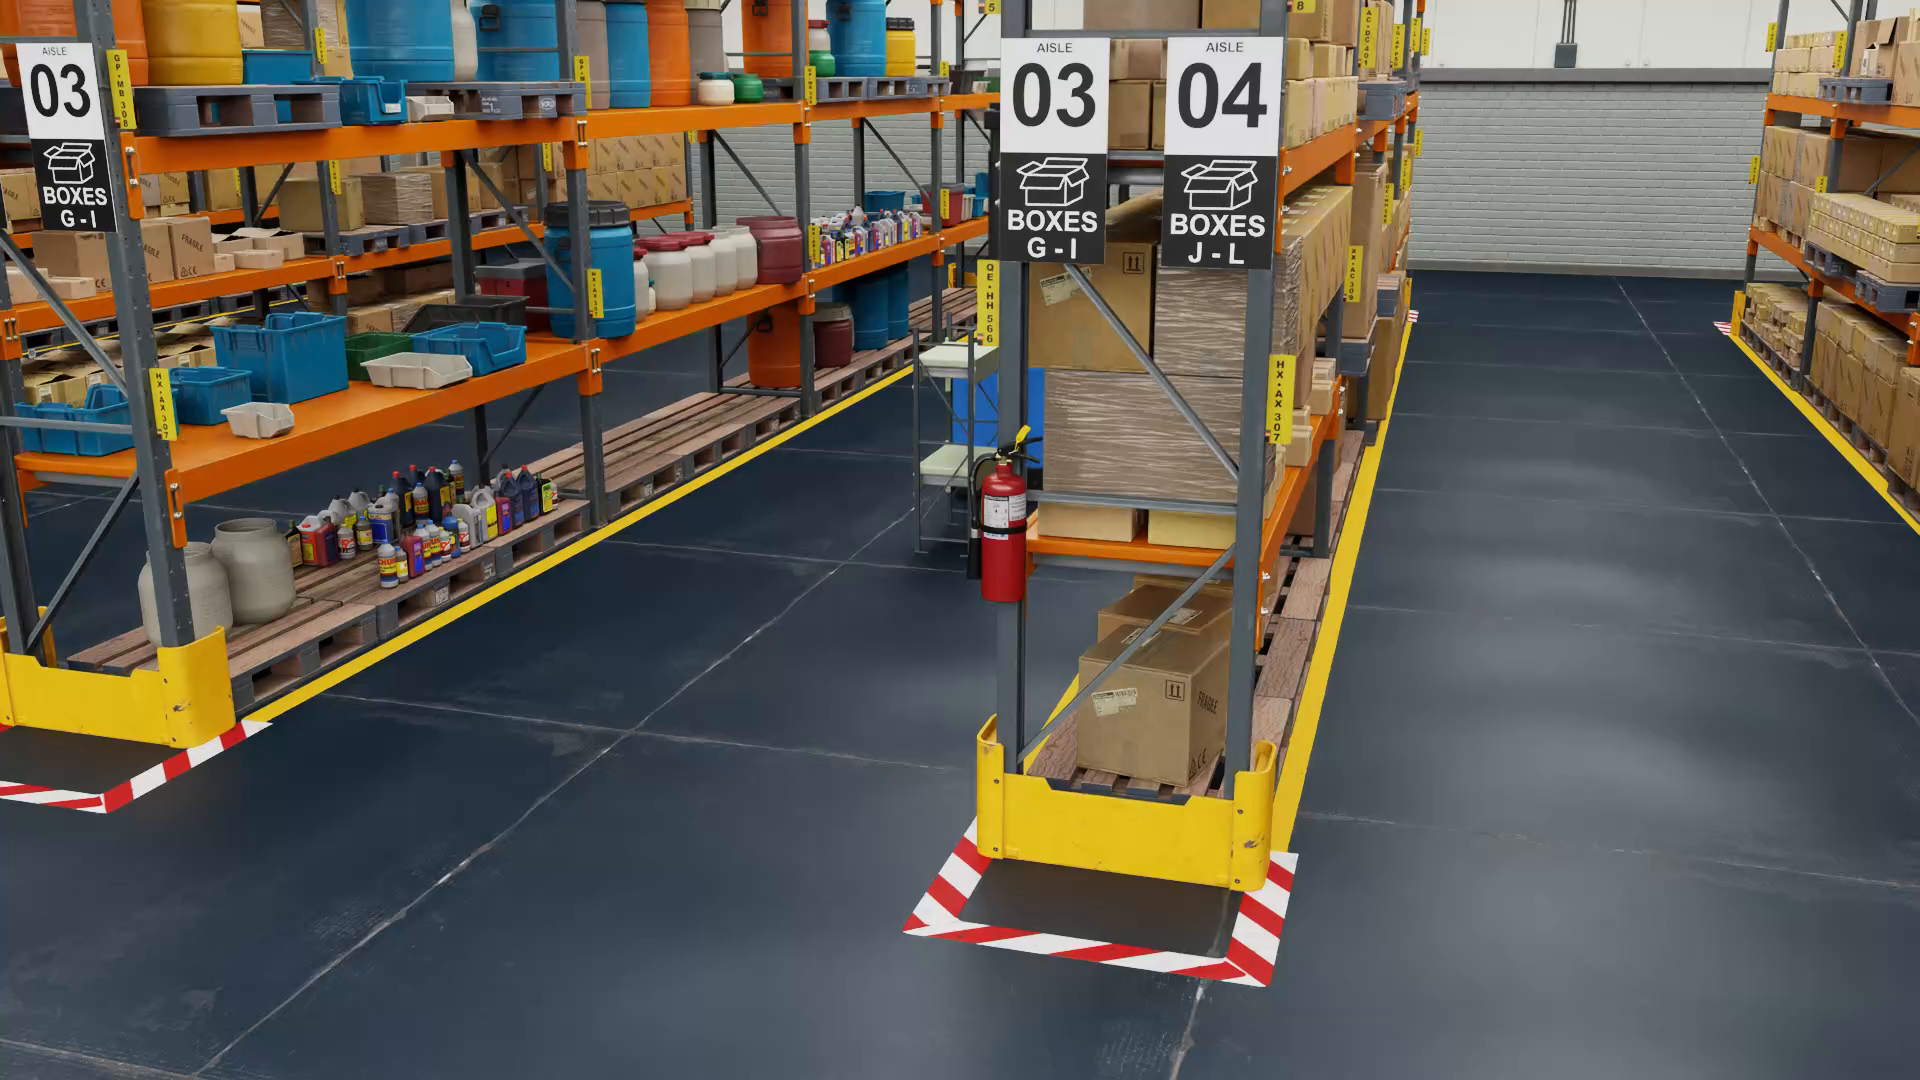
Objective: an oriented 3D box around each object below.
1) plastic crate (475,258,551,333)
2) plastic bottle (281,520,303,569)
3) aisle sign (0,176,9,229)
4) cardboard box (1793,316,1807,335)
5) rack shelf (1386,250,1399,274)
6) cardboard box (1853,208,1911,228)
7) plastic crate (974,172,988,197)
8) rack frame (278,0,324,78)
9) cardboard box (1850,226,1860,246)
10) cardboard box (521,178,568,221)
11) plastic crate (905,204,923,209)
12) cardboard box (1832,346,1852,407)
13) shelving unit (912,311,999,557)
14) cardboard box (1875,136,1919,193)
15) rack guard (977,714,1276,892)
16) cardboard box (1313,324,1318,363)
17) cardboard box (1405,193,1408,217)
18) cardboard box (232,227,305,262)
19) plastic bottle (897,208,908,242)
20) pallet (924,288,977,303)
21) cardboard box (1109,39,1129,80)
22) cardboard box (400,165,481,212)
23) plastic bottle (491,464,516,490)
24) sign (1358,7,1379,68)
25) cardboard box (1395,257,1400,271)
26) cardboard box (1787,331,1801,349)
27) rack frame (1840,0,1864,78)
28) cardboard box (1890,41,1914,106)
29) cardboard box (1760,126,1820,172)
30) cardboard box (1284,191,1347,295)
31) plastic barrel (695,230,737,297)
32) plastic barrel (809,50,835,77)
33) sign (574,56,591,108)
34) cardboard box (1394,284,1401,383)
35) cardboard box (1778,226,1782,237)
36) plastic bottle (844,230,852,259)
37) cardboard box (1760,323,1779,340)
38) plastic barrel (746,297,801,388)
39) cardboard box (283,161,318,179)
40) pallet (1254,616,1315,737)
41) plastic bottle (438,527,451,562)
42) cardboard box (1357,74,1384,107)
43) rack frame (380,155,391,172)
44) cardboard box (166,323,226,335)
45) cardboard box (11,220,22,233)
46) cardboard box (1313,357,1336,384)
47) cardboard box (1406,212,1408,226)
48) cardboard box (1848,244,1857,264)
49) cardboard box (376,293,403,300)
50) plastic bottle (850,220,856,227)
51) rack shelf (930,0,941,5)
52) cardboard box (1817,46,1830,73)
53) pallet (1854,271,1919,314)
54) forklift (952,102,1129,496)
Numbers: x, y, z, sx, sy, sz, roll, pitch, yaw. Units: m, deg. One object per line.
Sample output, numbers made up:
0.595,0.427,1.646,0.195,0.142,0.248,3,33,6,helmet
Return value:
-3.127,-1.748,11.878,0.402,0.464,0.583,5,16,16,plastic crate
-3.991,0.028,9.904,0.061,0.283,0.133,5,17,17,plastic bottle
-4.413,-1.775,7.327,0.394,0.787,0.004,5,16,16,aisle sign
8.664,-2.164,16.828,0.380,0.149,0.250,5,17,17,cardboard box
3.483,-2.406,15.634,1.077,0.370,4.000,5,16,16,rack shelf
7.710,-2.687,13.907,0.380,0.149,0.250,5,17,19,cardboard box
0.523,-4.650,22.052,0.616,0.435,0.499,5,16,16,plastic crate
-6.583,-5.884,15.585,1.000,3.000,0.127,5,16,16,rack frame
7.709,-2.545,13.949,0.380,0.149,0.250,5,17,17,cardboard box
-5.040,-4.205,20.475,0.500,0.500,0.500,5,17,17,cardboard box
-0.491,-4.041,20.451,0.293,0.136,0.466,5,16,16,plastic crate
8.029,-1.415,14.631,0.500,0.500,0.500,5,17,17,cardboard box
-0.002,-0.720,11.119,0.431,1.500,0.755,5,16,16,shelving unit
9.140,-3.636,16.091,0.500,0.500,0.500,5,17,17,cardboard box
0.662,1.047,6.723,1.175,0.500,0.348,5,16,16,rack guard
1.590,-1.261,9.549,0.875,0.500,0.500,5,16,16,cardboard box
4.871,-3.843,19.112,0.500,0.250,0.500,5,16,16,cardboard box
-6.728,-2.864,16.092,0.500,0.311,0.500,6,17,19,cardboard box
-0.645,-3.370,17.804,0.144,0.351,0.185,5,16,16,plastic bottle
0.167,-3.152,22.055,1.003,0.211,1.213,5,16,16,pallet
0.420,-1.796,6.210,0.380,0.149,0.250,5,16,16,cardboard box
-5.930,-4.004,18.994,0.700,0.500,0.500,7,17,25,cardboard box
-3.016,-0.324,11.024,0.144,0.351,0.185,5,16,16,plastic bottle
2.300,-2.834,9.381,0.100,0.325,0.005,5,16,16,sign
4.315,-2.622,18.200,0.875,0.875,0.875,5,16,16,cardboard box
8.627,-2.017,16.853,0.380,0.149,0.250,4,16,13,cardboard box
8.778,-5.751,15.113,1.000,3.000,0.127,5,16,16,rack frame
7.835,-3.741,13.340,0.500,0.500,0.500,5,16,16,cardboard box
9.532,-4.486,19.089,0.500,0.500,0.500,5,16,16,cardboard box
1.773,-1.585,8.859,0.500,0.500,0.500,5,16,16,cardboard box
-2.042,-2.271,13.634,0.421,0.512,0.421,0,16,0,plastic barrel
-1.313,-4.443,15.515,0.294,0.245,0.294,0,16,0,plastic barrel
-2.447,-2.969,10.785,0.100,0.325,0.005,5,16,16,sign
3.635,-2.053,16.193,1.225,0.875,0.875,4,16,14,cardboard box
9.208,-3.385,18.227,0.380,0.149,0.250,4,16,15,cardboard box
-1.107,-2.884,16.236,0.097,0.271,0.097,0,16,0,plastic bottle
9.086,-2.298,18.389,0.380,0.149,0.250,4,16,13,cardboard box
-1.712,-1.900,15.740,0.600,0.830,0.708,5,16,16,plastic barrel
-9.616,-5.095,23.244,0.980,0.700,0.700,4,16,13,cardboard box
1.276,0.658,8.624,1.003,0.211,1.213,5,16,16,pallet
-3.140,0.022,10.075,0.097,0.201,0.097,0,16,0,plastic bottle
2.741,-3.195,11.873,0.500,0.250,0.500,5,17,17,cardboard box
-9.060,-5.474,25.133,1.000,3.000,0.127,5,16,16,rack frame
-7.154,-1.895,15.755,0.500,0.311,0.500,4,16,14,cardboard box
-10.828,-3.542,18.744,0.380,0.149,0.250,4,16,15,cardboard box
1.998,-0.983,9.757,0.380,0.149,0.250,5,16,16,cardboard box
5.113,-3.815,19.744,0.380,0.149,0.250,4,16,15,cardboard box
7.710,-2.399,13.981,0.380,0.149,0.250,5,17,18,cardboard box
-6.394,-2.406,18.088,0.500,0.500,0.500,4,16,14,cardboard box
-1.174,-3.372,18.085,0.097,0.201,0.097,0,16,0,plastic bottle
-1.266,-5.484,16.224,1.077,0.370,4.000,5,16,16,rack shelf
8.824,-4.752,16.447,0.500,0.250,0.500,4,16,14,cardboard box
7.741,-1.920,12.955,1.213,0.211,1.003,5,16,16,pallet
0.821,-2.037,13.140,1.130,2.935,3.031,5,16,16,forklift
